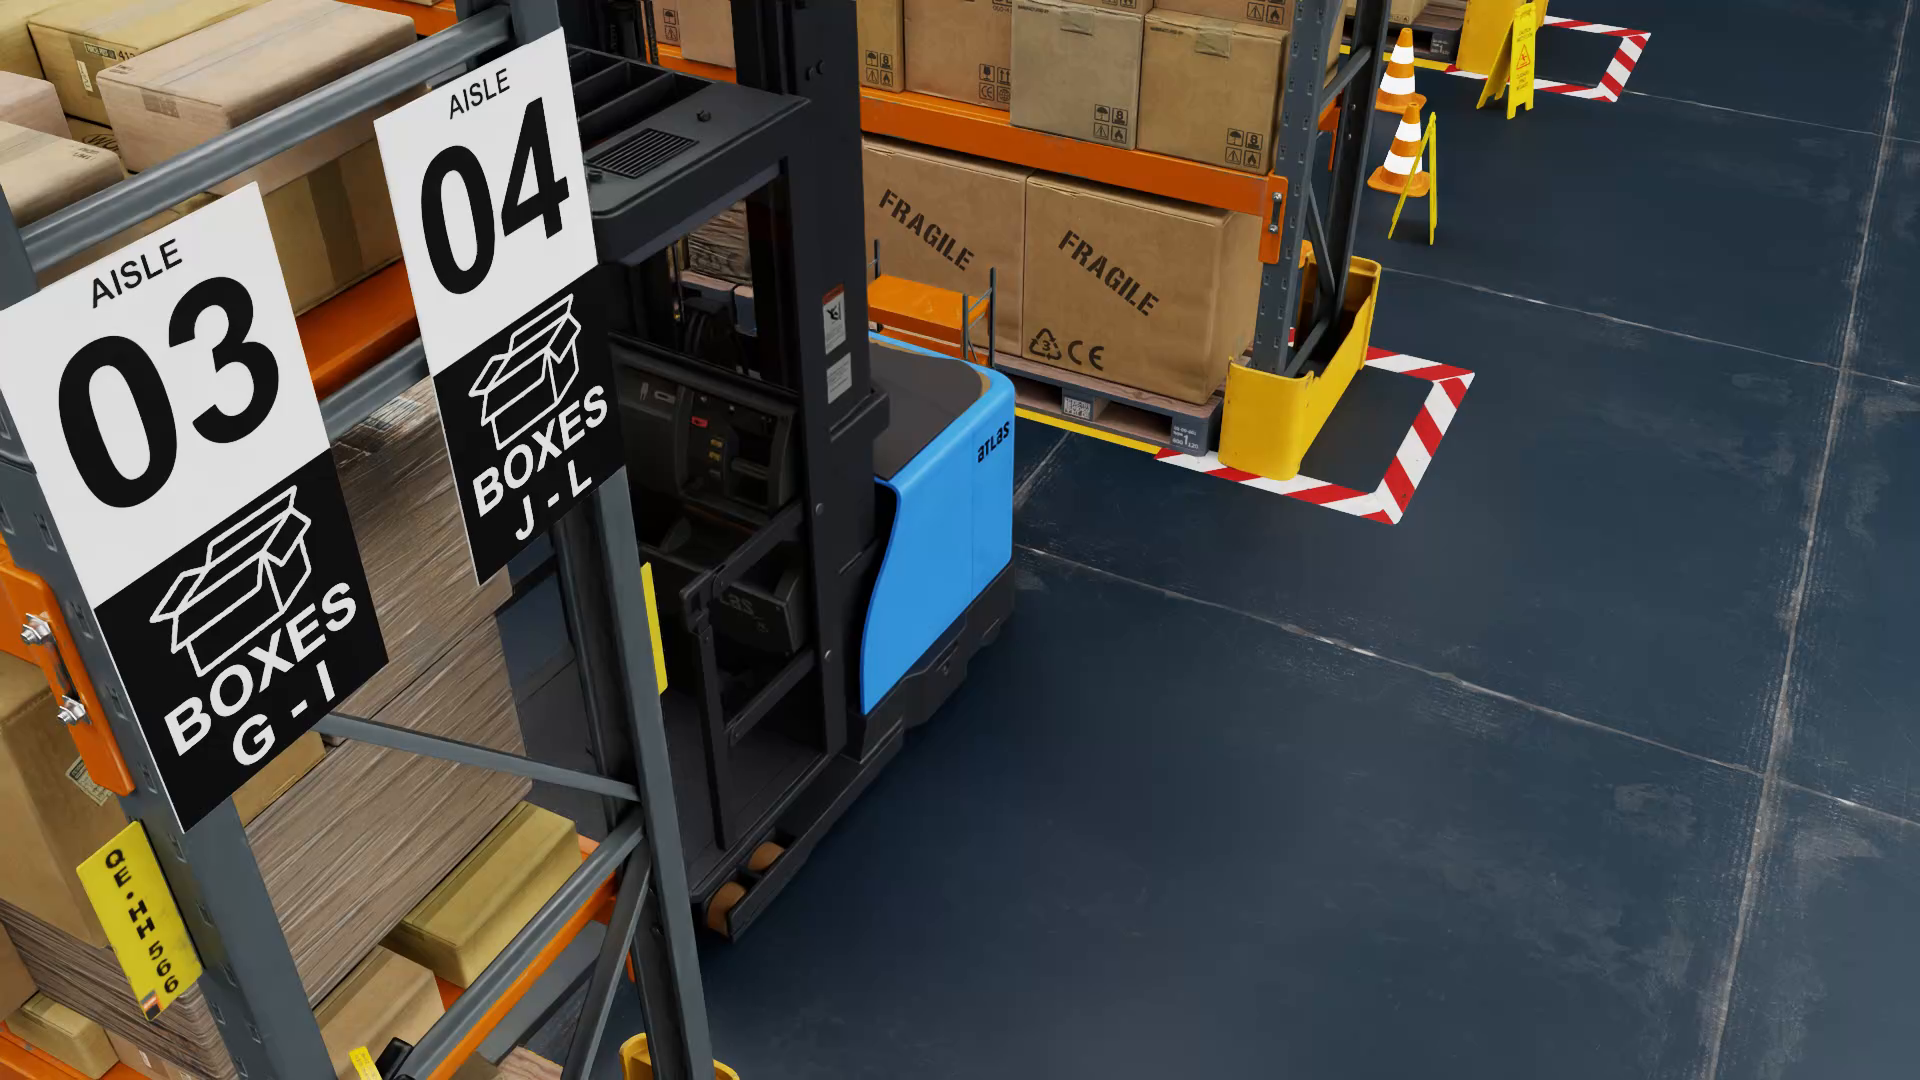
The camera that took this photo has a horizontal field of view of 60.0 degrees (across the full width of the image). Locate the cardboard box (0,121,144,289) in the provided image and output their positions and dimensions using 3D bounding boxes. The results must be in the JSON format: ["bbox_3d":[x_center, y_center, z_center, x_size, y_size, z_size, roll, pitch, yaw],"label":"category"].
[{"bbox_3d":[-1.266,-0.369,2.069,0.250,0.149,0.380,17,41,21],"label":"cardboard box"}]

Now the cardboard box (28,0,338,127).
[{"bbox_3d":[-1.200,-0.784,2.615,0.250,0.149,0.380,18,41,22],"label":"cardboard box"}]

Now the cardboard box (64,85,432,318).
[{"bbox_3d":[-1.185,-0.573,2.667,0.500,0.250,0.500,19,41,23],"label":"cardboard box"}]

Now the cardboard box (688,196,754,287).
[{"bbox_3d":[-0.729,-1.772,8.014,0.875,0.875,0.875,18,41,22],"label":"cardboard box"}]

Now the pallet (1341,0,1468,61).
[{"bbox_3d":[2.909,-3.641,11.372,1.213,0.211,1.003,17,41,21],"label":"pallet"}]

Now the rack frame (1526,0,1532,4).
[{"bbox_3d":[3.682,-4.486,10.179,0.127,3.000,1.000,17,41,21],"label":"rack frame"}]

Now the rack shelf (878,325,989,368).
[{"bbox_3d":[-0.147,-0.649,6.353,0.480,0.148,0.258,17,41,21],"label":"rack shelf"}]

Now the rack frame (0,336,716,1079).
[{"bbox_3d":[-0.876,0.835,3.170,0.127,3.000,1.000,17,41,21],"label":"rack frame"}]

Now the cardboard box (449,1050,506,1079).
[{"bbox_3d":[-1.423,1.480,4.039,0.500,0.500,0.500,25,44,29],"label":"cardboard box"}]

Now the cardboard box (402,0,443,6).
[{"bbox_3d":[-2.643,-2.954,8.078,0.500,0.500,0.500,17,40,21],"label":"cardboard box"}]

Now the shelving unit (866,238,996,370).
[{"bbox_3d":[-0.147,-0.524,6.448,0.503,1.200,0.258,17,41,21],"label":"shelving unit"}]

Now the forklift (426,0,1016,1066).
[{"bbox_3d":[-0.984,-0.265,4.676,1.130,2.935,3.031,20,42,24],"label":"forklift"}]

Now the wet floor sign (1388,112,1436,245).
[{"bbox_3d":[2.431,-1.918,8.742,0.232,0.644,0.267,11,38,14],"label":"wet floor sign"}]

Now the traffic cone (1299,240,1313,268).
[{"bbox_3d":[1.676,-1.700,8.607,0.334,0.463,0.336,17,41,21],"label":"traffic cone"}]

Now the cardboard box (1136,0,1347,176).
[{"bbox_3d":[1.145,-1.939,6.699,0.550,0.550,0.875,17,41,21],"label":"cardboard box"}]

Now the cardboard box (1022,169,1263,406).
[{"bbox_3d":[0.862,-1.274,7.358,0.875,0.875,0.875,18,41,22],"label":"cardboard box"}]

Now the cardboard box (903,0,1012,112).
[{"bbox_3d":[0.207,-2.303,7.179,0.550,0.550,0.875,17,41,21],"label":"cardboard box"}]

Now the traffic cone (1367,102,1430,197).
[{"bbox_3d":[2.498,-2.212,9.281,0.334,0.463,0.336,17,41,21],"label":"traffic cone"}]

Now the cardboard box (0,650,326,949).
[{"bbox_3d":[-1.478,0.258,2.774,0.500,0.500,0.500,17,41,21],"label":"cardboard box"}]

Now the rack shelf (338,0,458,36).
[{"bbox_3d":[-3.833,-3.182,9.056,4.000,0.370,1.077,17,41,21],"label":"rack shelf"}]

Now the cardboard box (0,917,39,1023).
[{"bbox_3d":[-1.851,0.434,3.369,0.500,0.500,0.875,17,41,21],"label":"cardboard box"}]

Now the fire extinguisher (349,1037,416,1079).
[{"bbox_3d":[-0.986,1.145,2.825,0.183,0.674,0.296,17,41,21],"label":"fire extinguisher"}]

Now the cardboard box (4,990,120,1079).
[{"bbox_3d":[-1.691,0.854,3.351,0.250,0.149,0.380,17,41,21],"label":"cardboard box"}]

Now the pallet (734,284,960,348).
[{"bbox_3d":[-0.330,-1.210,8.169,1.213,0.211,1.003,17,41,21],"label":"pallet"}]

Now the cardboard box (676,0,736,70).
[{"bbox_3d":[-0.800,-2.522,7.467,0.550,0.550,0.875,17,41,21],"label":"cardboard box"}]

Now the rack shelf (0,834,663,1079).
[{"bbox_3d":[-2.652,0.565,4.120,4.000,0.370,1.077,17,41,21],"label":"rack shelf"}]

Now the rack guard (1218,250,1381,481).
[{"bbox_3d":[1.516,-0.798,7.388,0.348,0.500,1.175,17,41,21],"label":"rack guard"}]

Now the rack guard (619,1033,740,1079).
[{"bbox_3d":[-0.943,1.809,3.953,0.348,0.500,1.175,17,41,21],"label":"rack guard"}]

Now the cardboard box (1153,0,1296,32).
[{"bbox_3d":[1.183,-2.414,6.432,0.550,0.550,0.875,17,41,21],"label":"cardboard box"}]

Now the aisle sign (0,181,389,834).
[{"bbox_3d":[-0.959,-0.023,2.149,0.004,0.787,0.394,17,41,21],"label":"aisle sign"}]

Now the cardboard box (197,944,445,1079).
[{"bbox_3d":[-1.224,0.966,3.204,0.250,0.149,0.380,17,41,21],"label":"cardboard box"}]

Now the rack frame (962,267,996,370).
[{"bbox_3d":[0.070,-0.456,6.358,0.015,1.200,0.240,17,41,21],"label":"rack frame"}]
